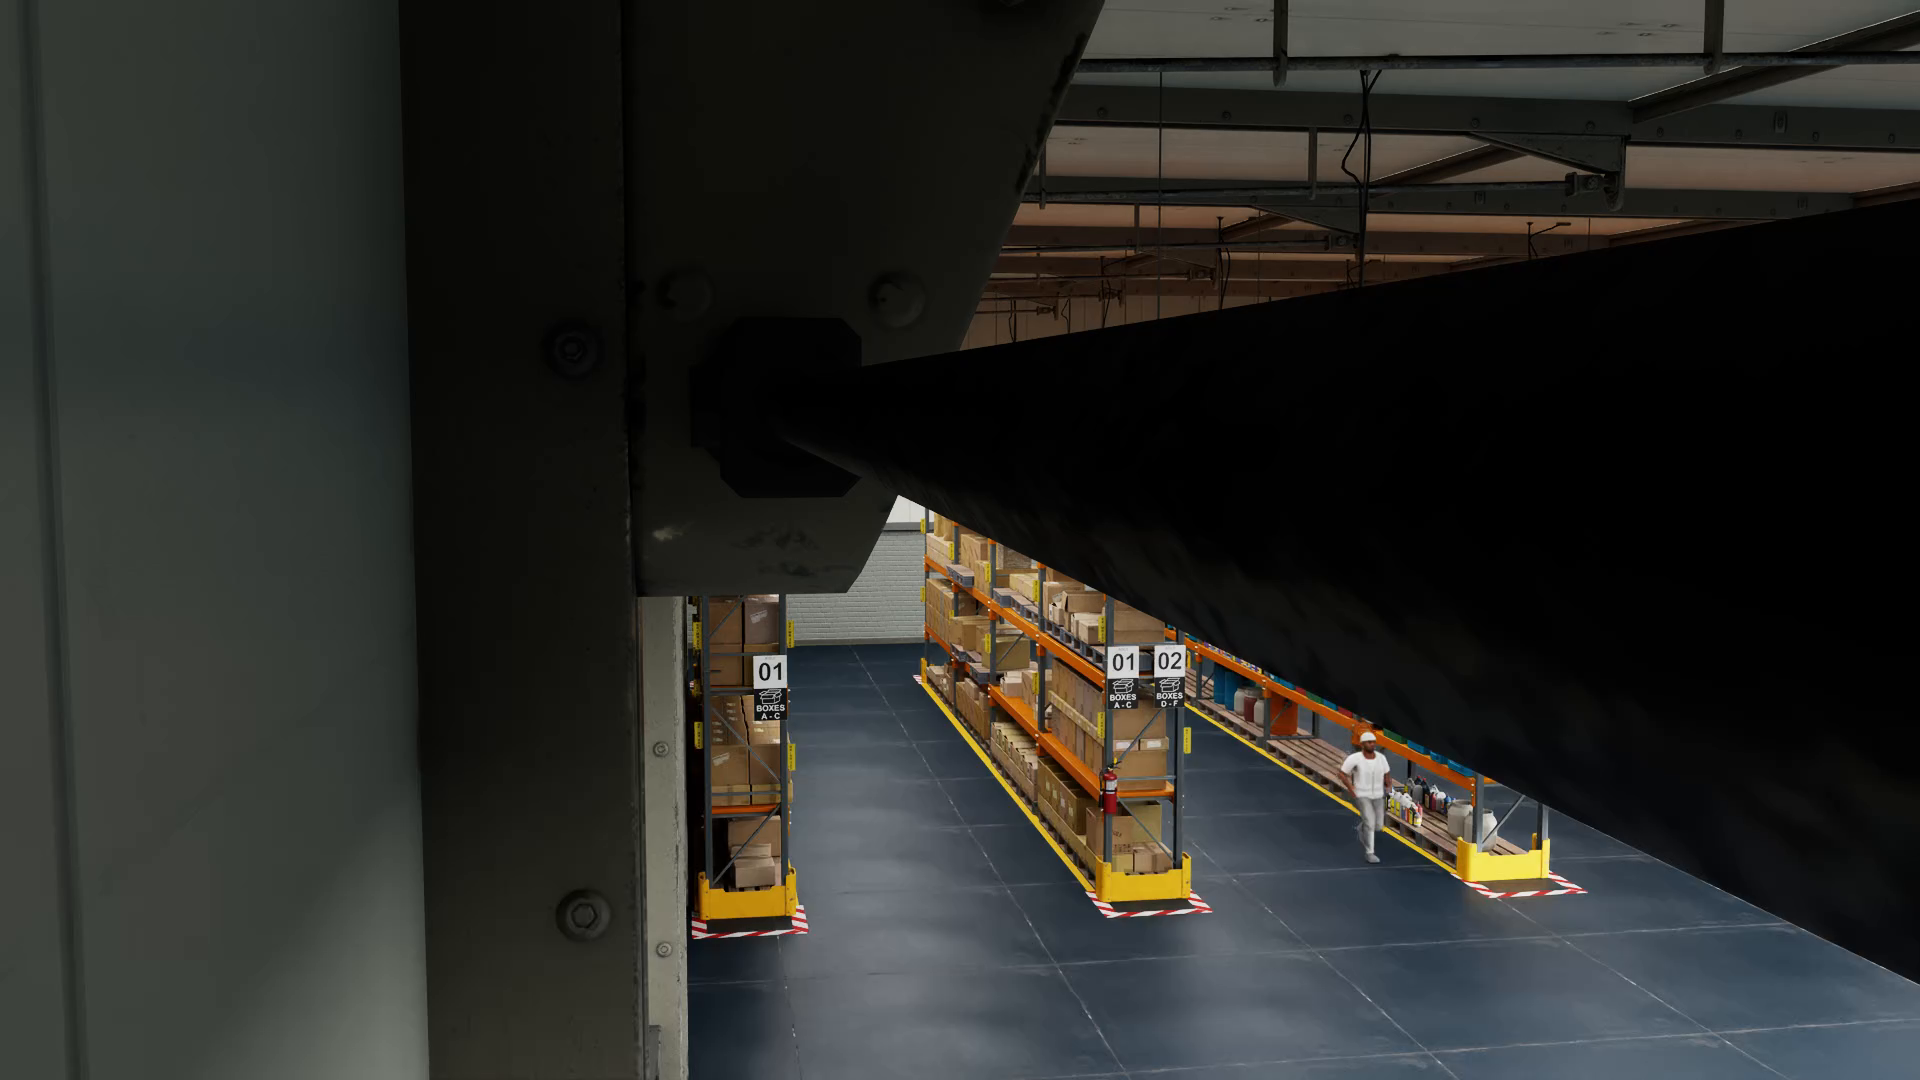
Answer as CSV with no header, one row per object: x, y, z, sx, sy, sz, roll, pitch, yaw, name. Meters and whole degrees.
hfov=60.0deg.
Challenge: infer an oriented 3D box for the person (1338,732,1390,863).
5.544,3.475,22.658,0.711,1.733,0.795,-1,5,-13,person
